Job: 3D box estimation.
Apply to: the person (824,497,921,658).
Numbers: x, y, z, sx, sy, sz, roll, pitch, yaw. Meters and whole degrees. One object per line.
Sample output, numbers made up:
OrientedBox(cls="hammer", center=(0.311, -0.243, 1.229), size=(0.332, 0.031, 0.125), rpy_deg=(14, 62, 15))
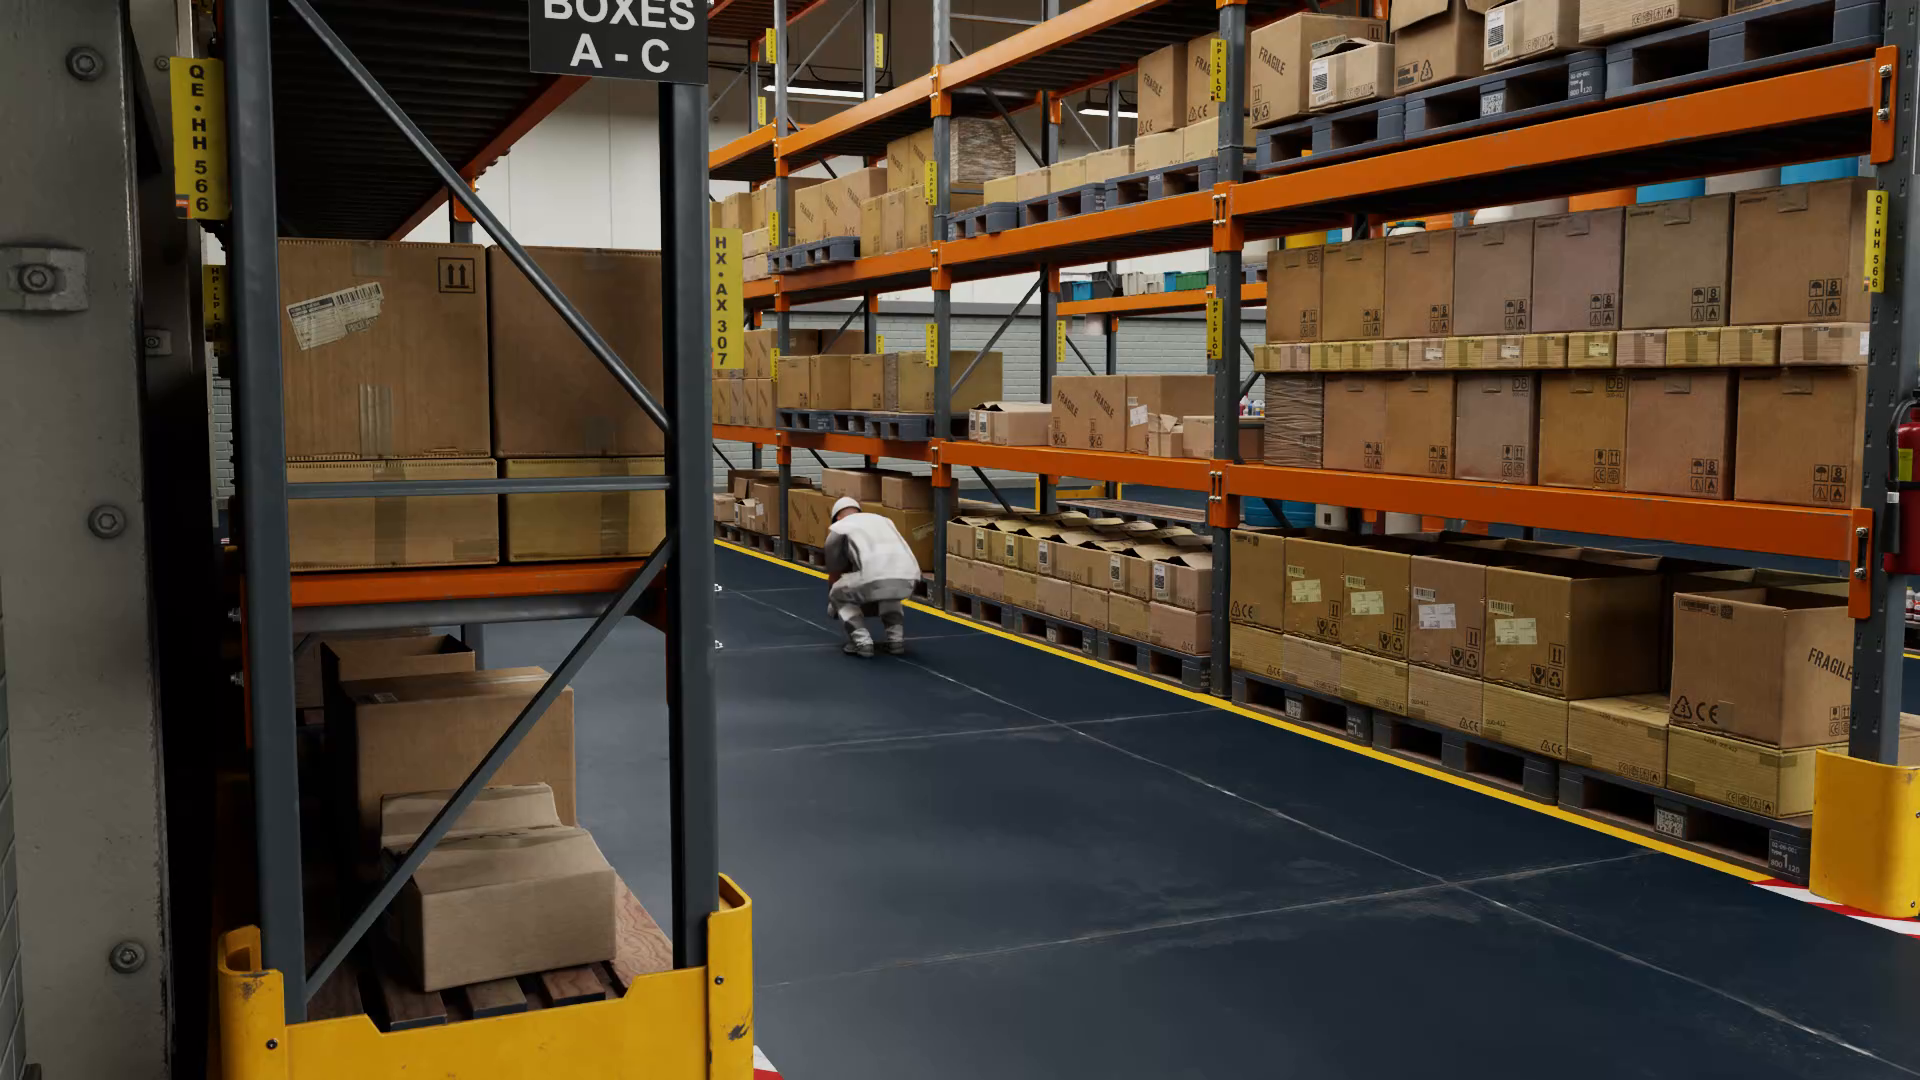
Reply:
OrientedBox(cls="person", center=(-0.595, 0.236, 10.855), size=(0.531, 0.997, 0.892), rpy_deg=(-2, 6, -25))
